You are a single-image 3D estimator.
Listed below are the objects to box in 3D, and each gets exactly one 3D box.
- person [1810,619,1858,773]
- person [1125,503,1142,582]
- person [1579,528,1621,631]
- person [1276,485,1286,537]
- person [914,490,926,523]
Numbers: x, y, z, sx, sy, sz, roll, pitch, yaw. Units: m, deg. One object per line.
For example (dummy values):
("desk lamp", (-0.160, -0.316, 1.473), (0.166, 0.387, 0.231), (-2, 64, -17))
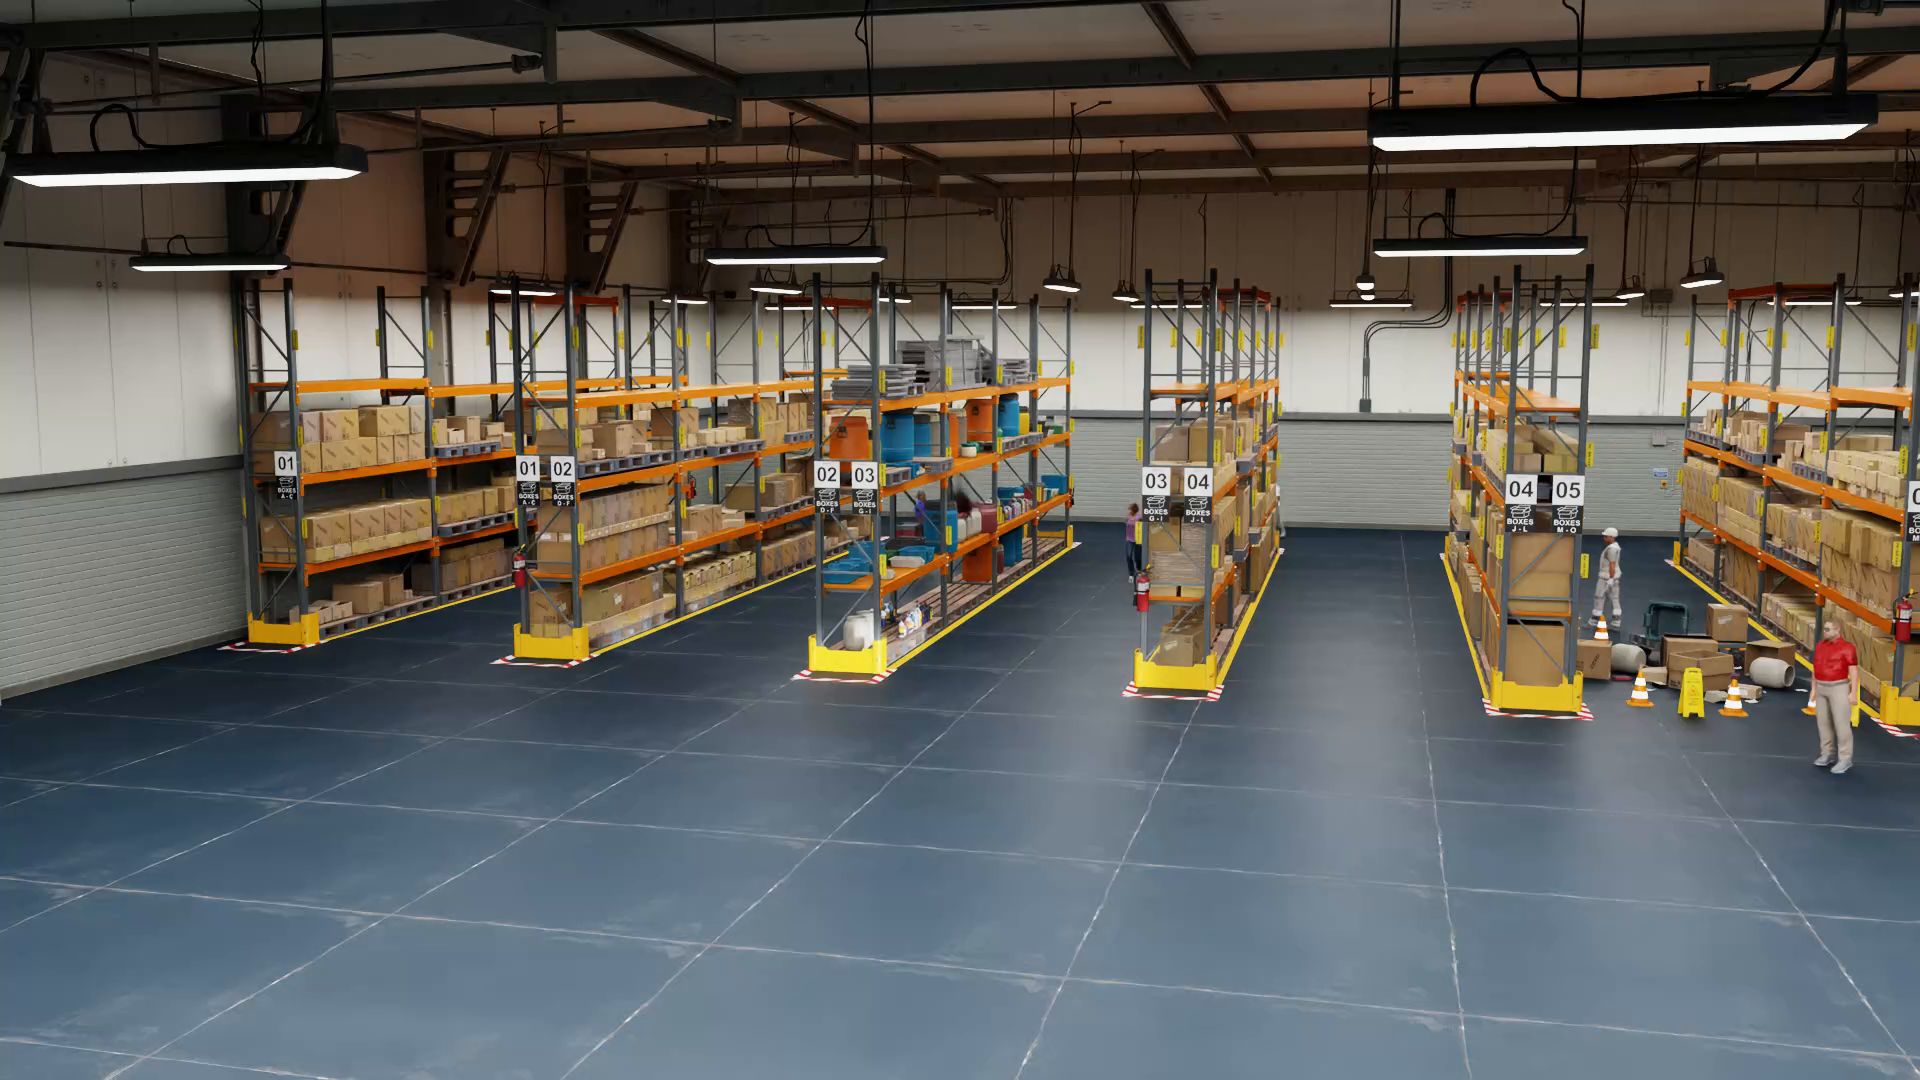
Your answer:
("person", (10.250, 1.810, 19.562), (0.446, 1.744, 0.651), (-3, 7, -22))
("person", (3.506, 0.085, 32.859), (0.509, 1.453, 0.601), (2, 7, 17))
("person", (11.188, 0.660, 28.854), (0.487, 1.783, 0.662), (-5, 9, -38))
("person", (7.837, -0.838, 41.844), (1.019, 1.620, 0.478), (-6, 9, -43))
("person", (-0.786, -0.200, 34.415), (0.441, 1.681, 0.527), (2, 7, 18))
